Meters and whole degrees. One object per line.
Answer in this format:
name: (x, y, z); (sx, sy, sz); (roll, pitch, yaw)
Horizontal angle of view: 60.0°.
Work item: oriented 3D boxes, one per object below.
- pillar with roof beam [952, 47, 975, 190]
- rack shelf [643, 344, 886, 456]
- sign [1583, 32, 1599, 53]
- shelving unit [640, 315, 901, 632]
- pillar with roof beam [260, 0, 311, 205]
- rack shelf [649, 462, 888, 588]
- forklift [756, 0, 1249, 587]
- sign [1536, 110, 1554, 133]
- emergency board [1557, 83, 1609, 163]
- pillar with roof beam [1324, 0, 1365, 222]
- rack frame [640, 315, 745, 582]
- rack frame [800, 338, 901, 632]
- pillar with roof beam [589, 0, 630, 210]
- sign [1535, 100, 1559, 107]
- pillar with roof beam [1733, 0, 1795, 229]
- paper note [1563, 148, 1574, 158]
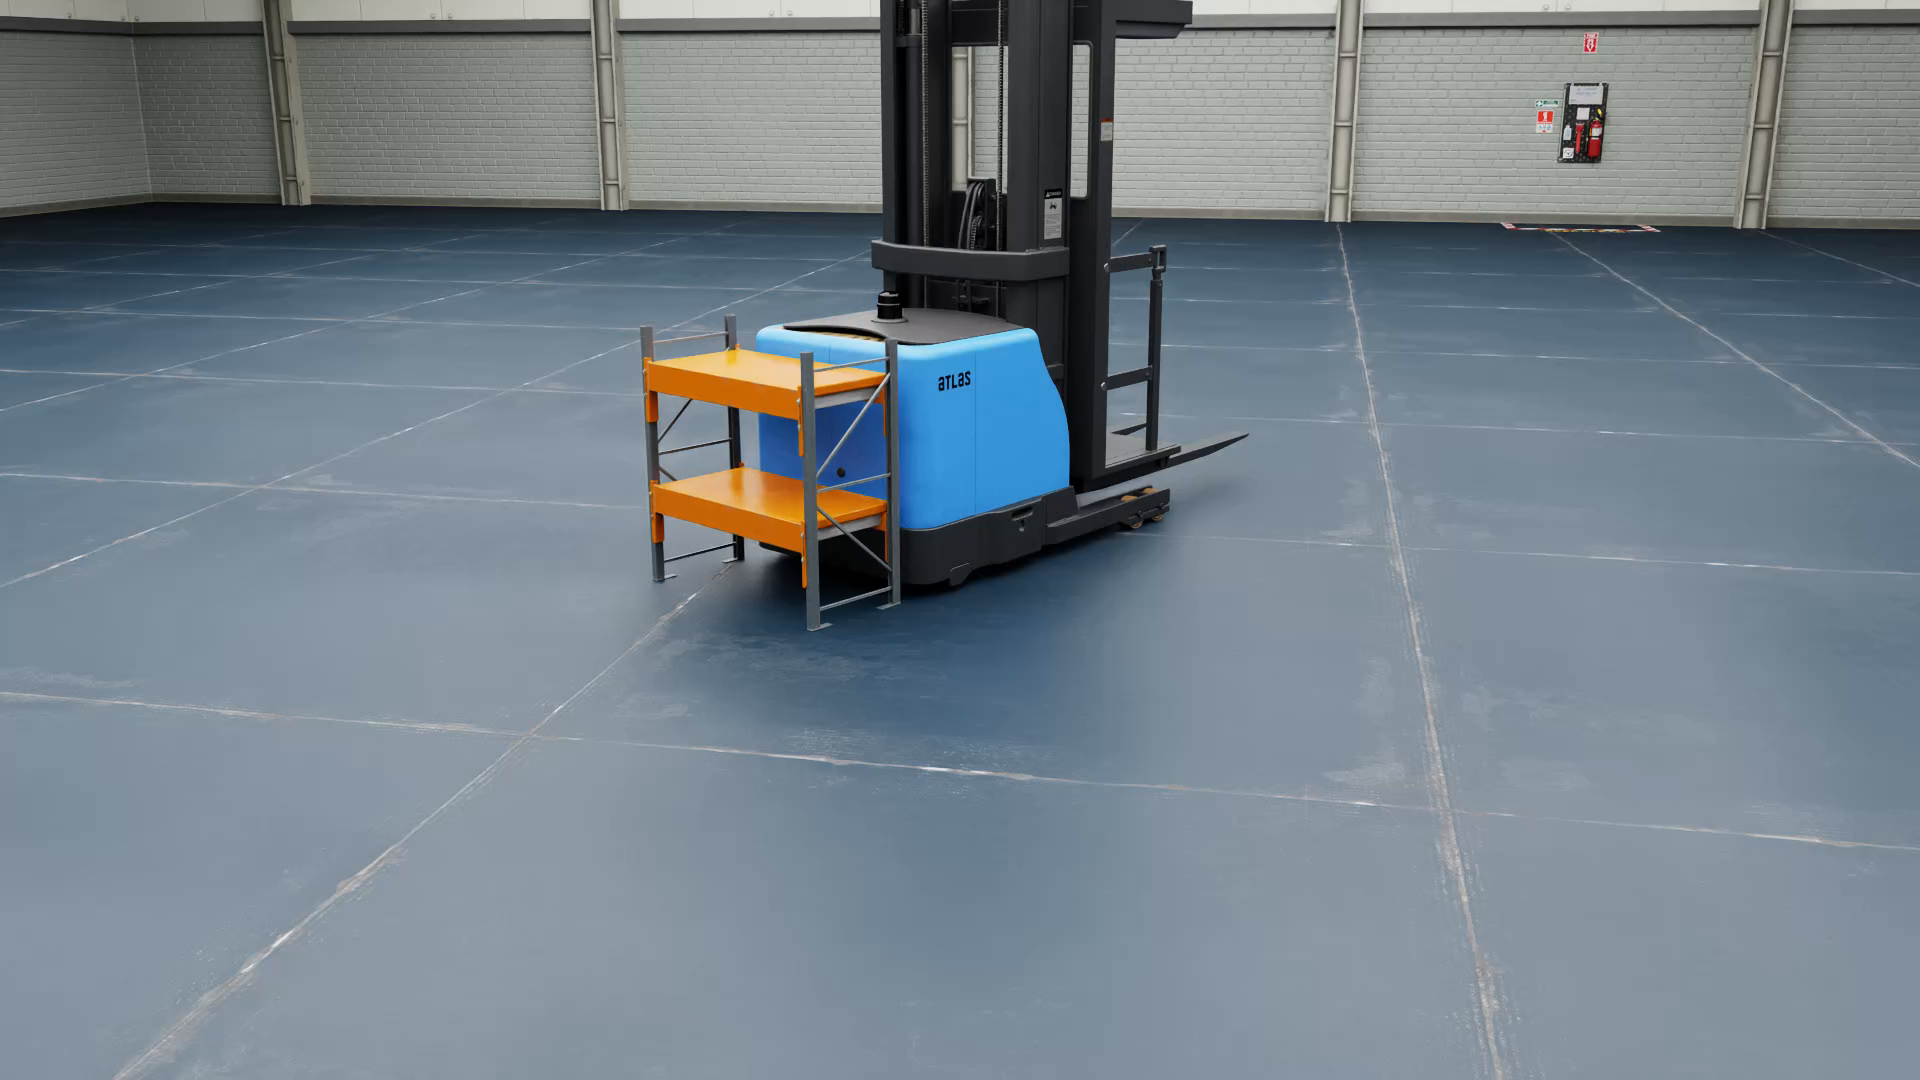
pillar with roof beam: (-0.837, -8.514, 21.872); (0.400, 9.000, 9.100); (3, 16, 11)
rack shelf: (-0.804, -0.600, 6.953); (1.000, 0.278, 0.538); (14, 21, 41)
sign: (9.378, -7.396, 24.731); (0.199, 0.298, 0.001); (3, 16, 11)
shelving unit: (-0.804, -0.318, 7.032); (1.048, 1.125, 0.538); (14, 21, 41)
pillar with roof beam: (-12.597, -9.153, 24.176); (0.400, 9.000, 9.100); (3, 16, 11)
rack shelf: (-0.804, -0.082, 7.097); (1.000, 0.278, 0.538); (14, 21, 41)
forklift: (0.401, -1.542, 8.069); (1.130, 2.935, 3.031); (12, 20, 38)
sign: (8.845, -6.326, 25.143); (0.234, 0.329, 0.001); (3, 16, 11)
emergency board: (9.366, -6.252, 24.944); (0.643, 1.169, 0.194); (3, 16, 11)
pillar with roof beam: (5.042, -8.195, 20.720); (0.400, 9.000, 9.100); (3, 16, 11)
rack frame: (-1.176, -0.410, 7.366); (0.032, 1.125, 0.500); (14, 21, 41)
rack frame: (-0.433, -0.225, 6.697); (0.032, 1.125, 0.500); (14, 21, 41)
pillar with roof beam: (-6.717, -8.833, 23.024); (0.400, 9.000, 9.100); (3, 16, 11)
sign: (8.847, -6.579, 25.063); (0.331, 0.109, 0.001); (3, 16, 11)
pillar with roof beam: (10.922, -7.876, 19.567); (0.400, 9.000, 9.100); (3, 16, 11)
paper note: (9.206, -5.855, 25.161); (0.142, 0.148, 0.016); (3, 16, 11)
